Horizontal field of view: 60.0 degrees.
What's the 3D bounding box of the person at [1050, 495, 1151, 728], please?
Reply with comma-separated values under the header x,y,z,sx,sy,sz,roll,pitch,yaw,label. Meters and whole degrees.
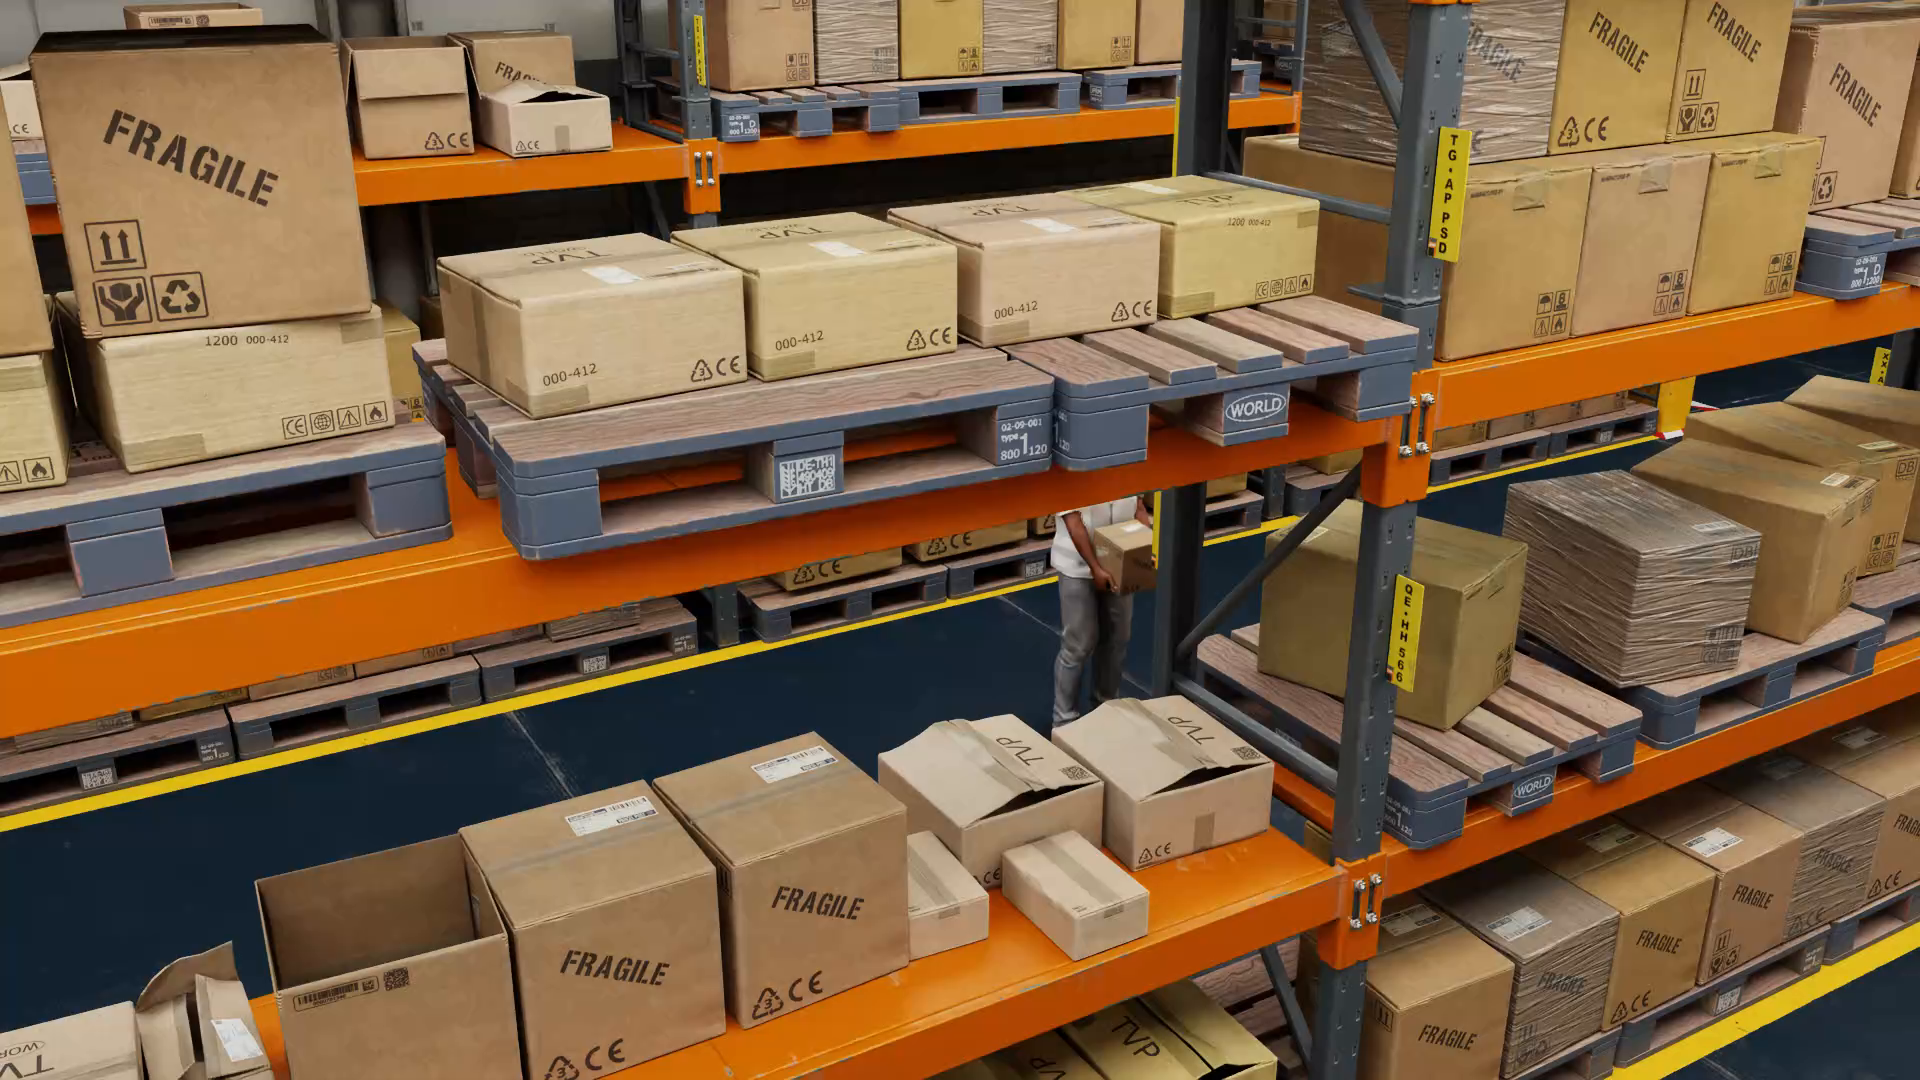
x,y,z,sx,sy,sz,roll,pitch,yaw,label
0.717,0.166,8.145,0.505,1.760,0.577,-12,25,-28,person
